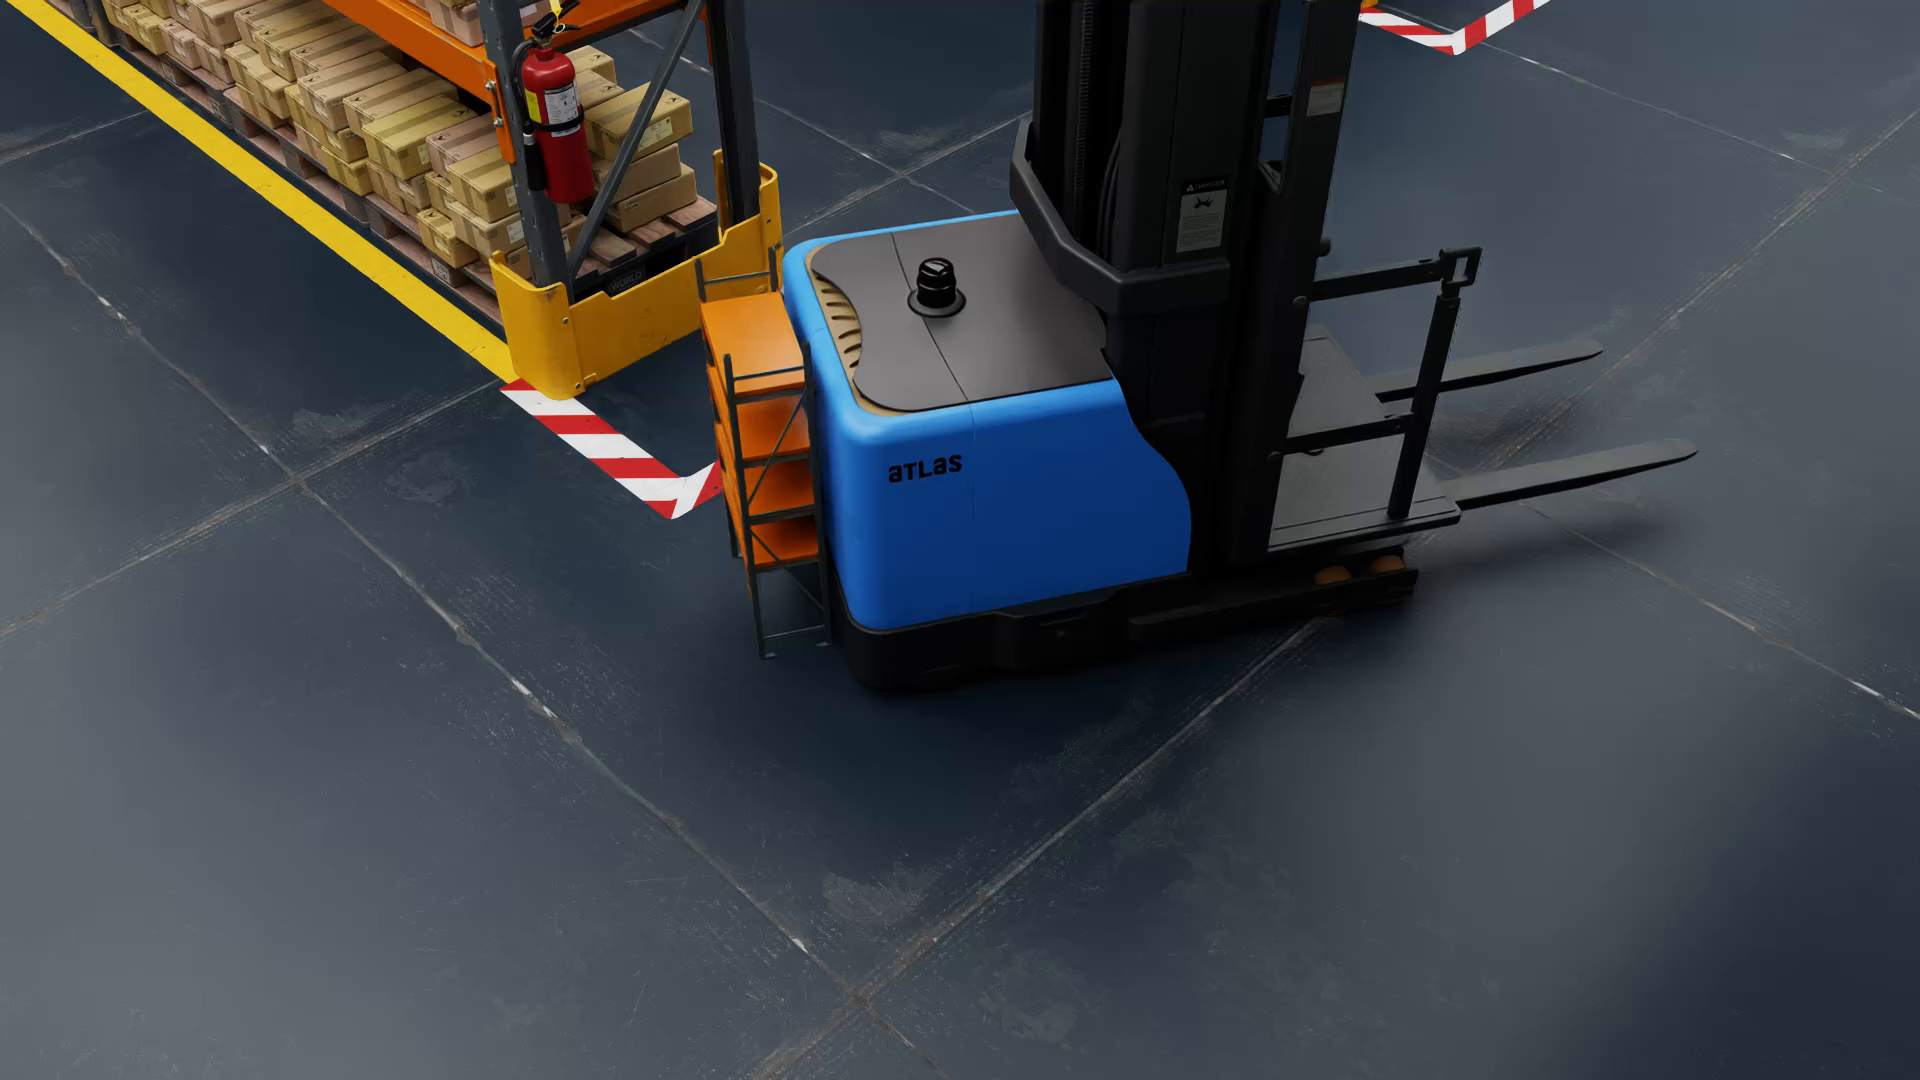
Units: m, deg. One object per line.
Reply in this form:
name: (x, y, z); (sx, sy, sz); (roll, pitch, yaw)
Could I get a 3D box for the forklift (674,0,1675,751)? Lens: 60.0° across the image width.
forklift: (0.714, -0.877, 4.539); (3.031, 2.935, 1.130); (14, 45, 15)

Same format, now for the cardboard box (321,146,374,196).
cardboard box: (-2.483, -1.647, 7.113); (0.250, 0.149, 0.380); (32, 51, 30)

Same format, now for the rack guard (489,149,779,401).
rack guard: (-1.230, -1.057, 6.526); (1.175, 0.500, 0.348); (-34, 53, -31)

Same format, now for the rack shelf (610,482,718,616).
rack shelf: (-0.938, 0.000, 5.257); (0.258, 0.148, 0.480); (-12, 44, -12)

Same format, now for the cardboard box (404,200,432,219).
cardboard box: (-2.075, -1.442, 6.892); (0.250, 0.149, 0.380); (34, 52, 31)

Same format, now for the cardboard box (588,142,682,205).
cardboard box: (-1.365, -1.530, 6.767); (0.380, 0.149, 0.250); (-32, 51, -30)

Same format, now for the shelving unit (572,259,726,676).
shelving unit: (-0.937, -0.195, 5.076); (0.258, 1.200, 0.503); (-12, 44, -12)

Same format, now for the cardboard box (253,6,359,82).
cardboard box: (-2.819, -2.158, 7.228); (0.380, 0.149, 0.250); (-34, 52, -31)

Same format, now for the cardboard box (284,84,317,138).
cardboard box: (-2.663, -1.896, 7.163); (0.380, 0.149, 0.250); (-31, 51, -29)

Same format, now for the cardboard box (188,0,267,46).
cardboard box: (-3.217, -2.387, 7.476); (0.380, 0.149, 0.250); (-33, 52, -30)

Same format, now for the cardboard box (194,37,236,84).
cardboard box: (-3.357, -2.319, 7.840); (0.250, 0.149, 0.380); (33, 52, 31)

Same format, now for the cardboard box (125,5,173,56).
cardboard box: (-3.784, -2.511, 8.048); (0.380, 0.149, 0.250); (-33, 52, -30)

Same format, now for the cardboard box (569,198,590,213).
cardboard box: (-1.563, -1.538, 6.995); (0.250, 0.149, 0.380); (34, 53, 31)

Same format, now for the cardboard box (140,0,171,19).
cardboard box: (-3.730, -2.671, 8.002); (0.380, 0.149, 0.250); (-34, 52, -31)

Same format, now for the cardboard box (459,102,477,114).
cardboard box: (-2.237, -1.699, 6.951); (0.250, 0.149, 0.380); (34, 52, 31)

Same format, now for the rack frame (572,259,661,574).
rack frame: (-1.008, -0.354, 5.248); (0.240, 1.200, 0.015); (-12, 44, -12)

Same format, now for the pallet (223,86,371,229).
pallet: (-2.636, -1.944, 7.699); (1.003, 0.211, 1.213); (-34, 53, -31)

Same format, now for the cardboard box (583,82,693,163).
cardboard box: (-1.306, -1.679, 6.710); (0.250, 0.149, 0.380); (32, 51, 30)

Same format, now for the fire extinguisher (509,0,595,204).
fire extinguisher: (-1.326, -1.431, 5.420); (0.296, 0.674, 0.183); (-34, 53, -31)

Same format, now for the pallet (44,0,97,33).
pallet: (-4.552, -3.210, 9.068); (1.003, 0.211, 1.213); (-34, 53, -31)

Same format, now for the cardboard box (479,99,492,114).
cardboard box: (-1.858, -1.939, 7.210); (0.380, 0.149, 0.250); (-32, 52, -30)

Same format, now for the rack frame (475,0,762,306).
rack frame: (-1.177, -1.939, 5.638); (1.000, 3.000, 0.127); (-34, 53, -31)

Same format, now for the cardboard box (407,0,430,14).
cardboard box: (-1.756, -2.005, 5.895); (0.250, 0.149, 0.380); (34, 53, 31)

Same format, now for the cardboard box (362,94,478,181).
cardboard box: (-2.140, -1.609, 6.634); (0.250, 0.149, 0.380); (33, 52, 31)

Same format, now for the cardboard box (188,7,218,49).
cardboard box: (-3.344, -2.440, 7.752); (0.250, 0.149, 0.380); (32, 51, 30)

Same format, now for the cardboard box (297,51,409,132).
cardboard box: (-2.507, -1.866, 6.912); (0.380, 0.149, 0.250); (-32, 52, -30)

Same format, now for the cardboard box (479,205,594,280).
cardboard box: (-1.696, -1.199, 6.628); (0.380, 0.149, 0.250); (-33, 52, -31)

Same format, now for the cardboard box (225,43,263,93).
cardboard box: (-3.033, -2.145, 7.433); (0.250, 0.149, 0.380); (34, 52, 31)

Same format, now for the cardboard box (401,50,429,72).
cardboard box: (-2.334, -2.131, 7.418); (0.380, 0.149, 0.250); (-31, 51, -29)

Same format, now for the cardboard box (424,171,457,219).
cardboard box: (-1.898, -1.423, 6.652); (0.250, 0.149, 0.380); (33, 52, 31)

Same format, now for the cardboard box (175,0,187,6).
cardboard box: (-3.539, -2.663, 7.774); (0.250, 0.149, 0.380); (33, 52, 31)

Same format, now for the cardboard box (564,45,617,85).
cardboard box: (-1.673, -1.936, 6.988); (0.250, 0.149, 0.380); (34, 53, 31)

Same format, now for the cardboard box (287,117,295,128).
cardboard box: (-2.787, -1.945, 7.436); (0.380, 0.149, 0.250); (-33, 52, -30)

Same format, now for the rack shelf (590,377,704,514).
rack shelf: (-0.937, -0.310, 4.970); (0.258, 0.148, 0.480); (-12, 44, -12)

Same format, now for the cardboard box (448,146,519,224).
cardboard box: (-1.730, -1.397, 6.405); (0.380, 0.149, 0.250); (-33, 52, -31)
